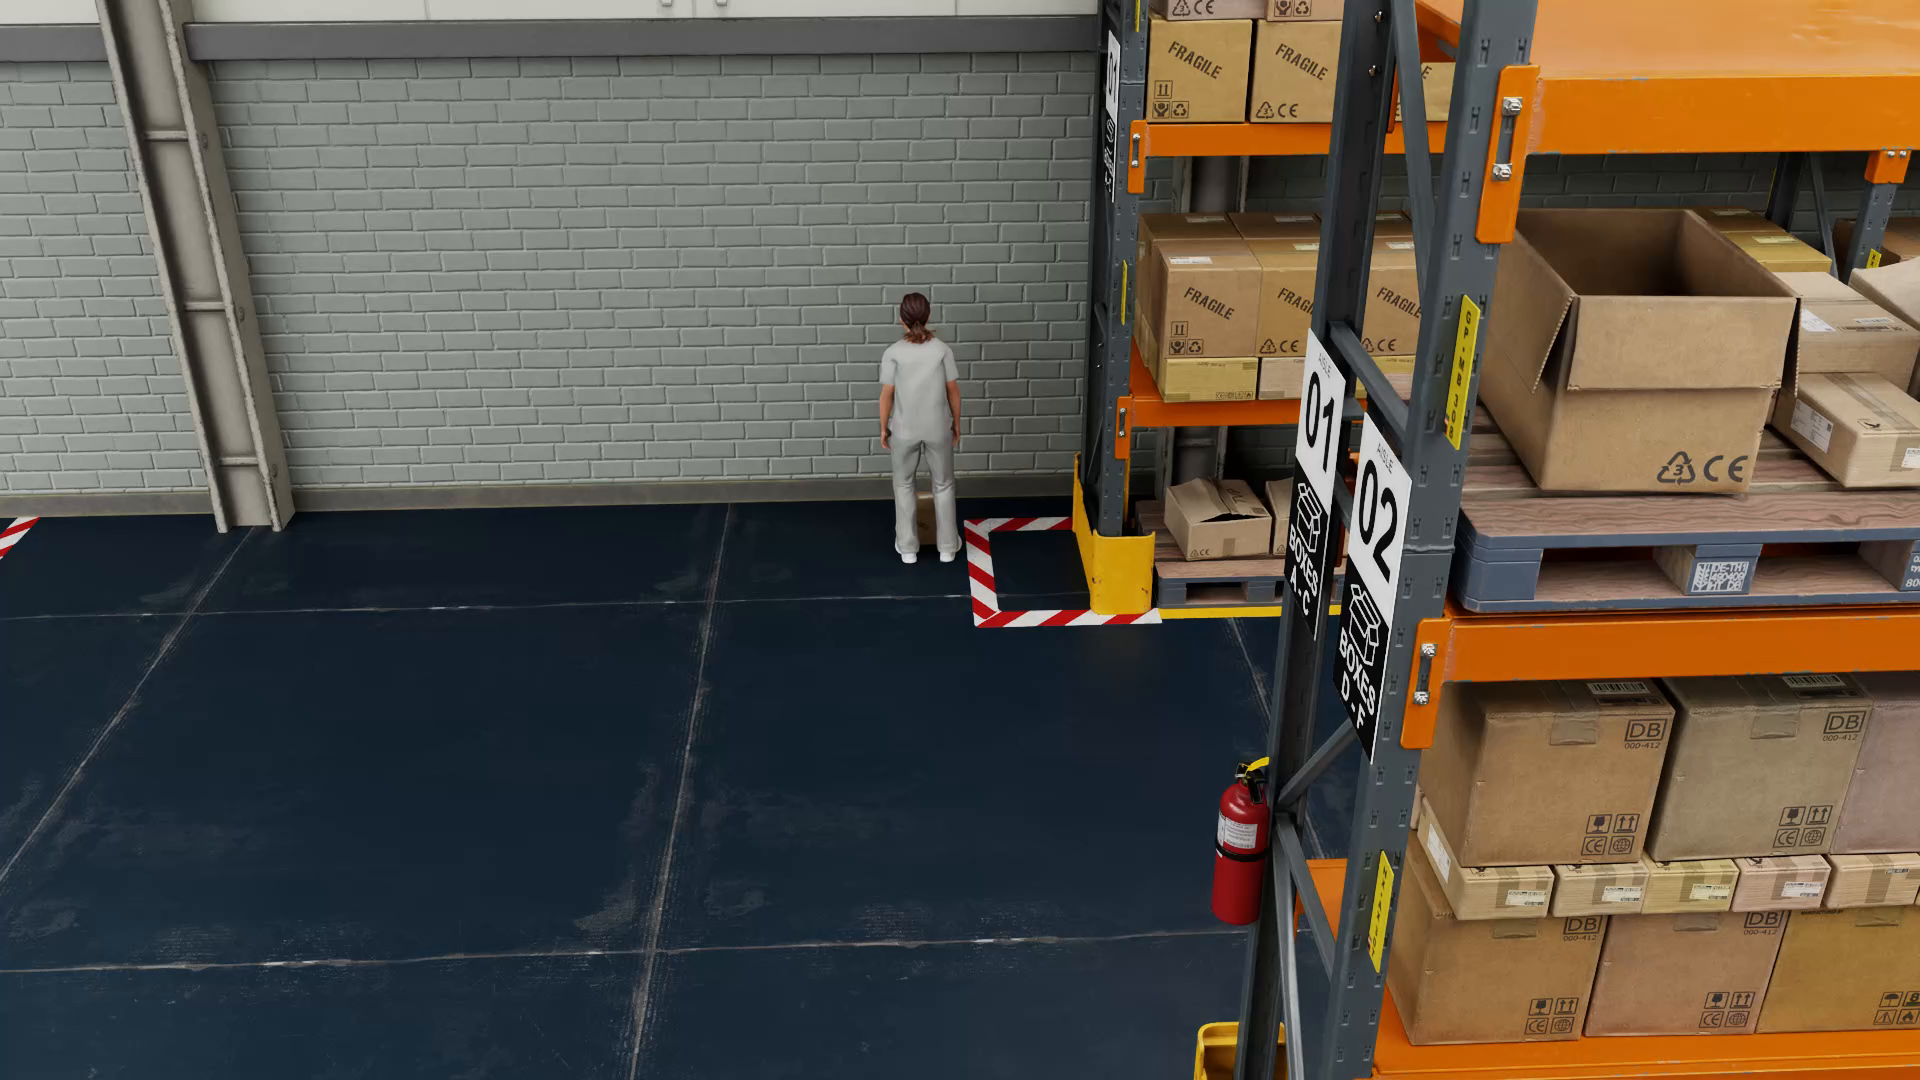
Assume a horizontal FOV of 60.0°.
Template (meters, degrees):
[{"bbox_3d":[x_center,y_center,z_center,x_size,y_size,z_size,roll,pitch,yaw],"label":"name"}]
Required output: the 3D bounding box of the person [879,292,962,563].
[{"bbox_3d":[-0.228,-0.650,9.863,0.504,1.671,0.365,-3,28,-5],"label":"person"}]
